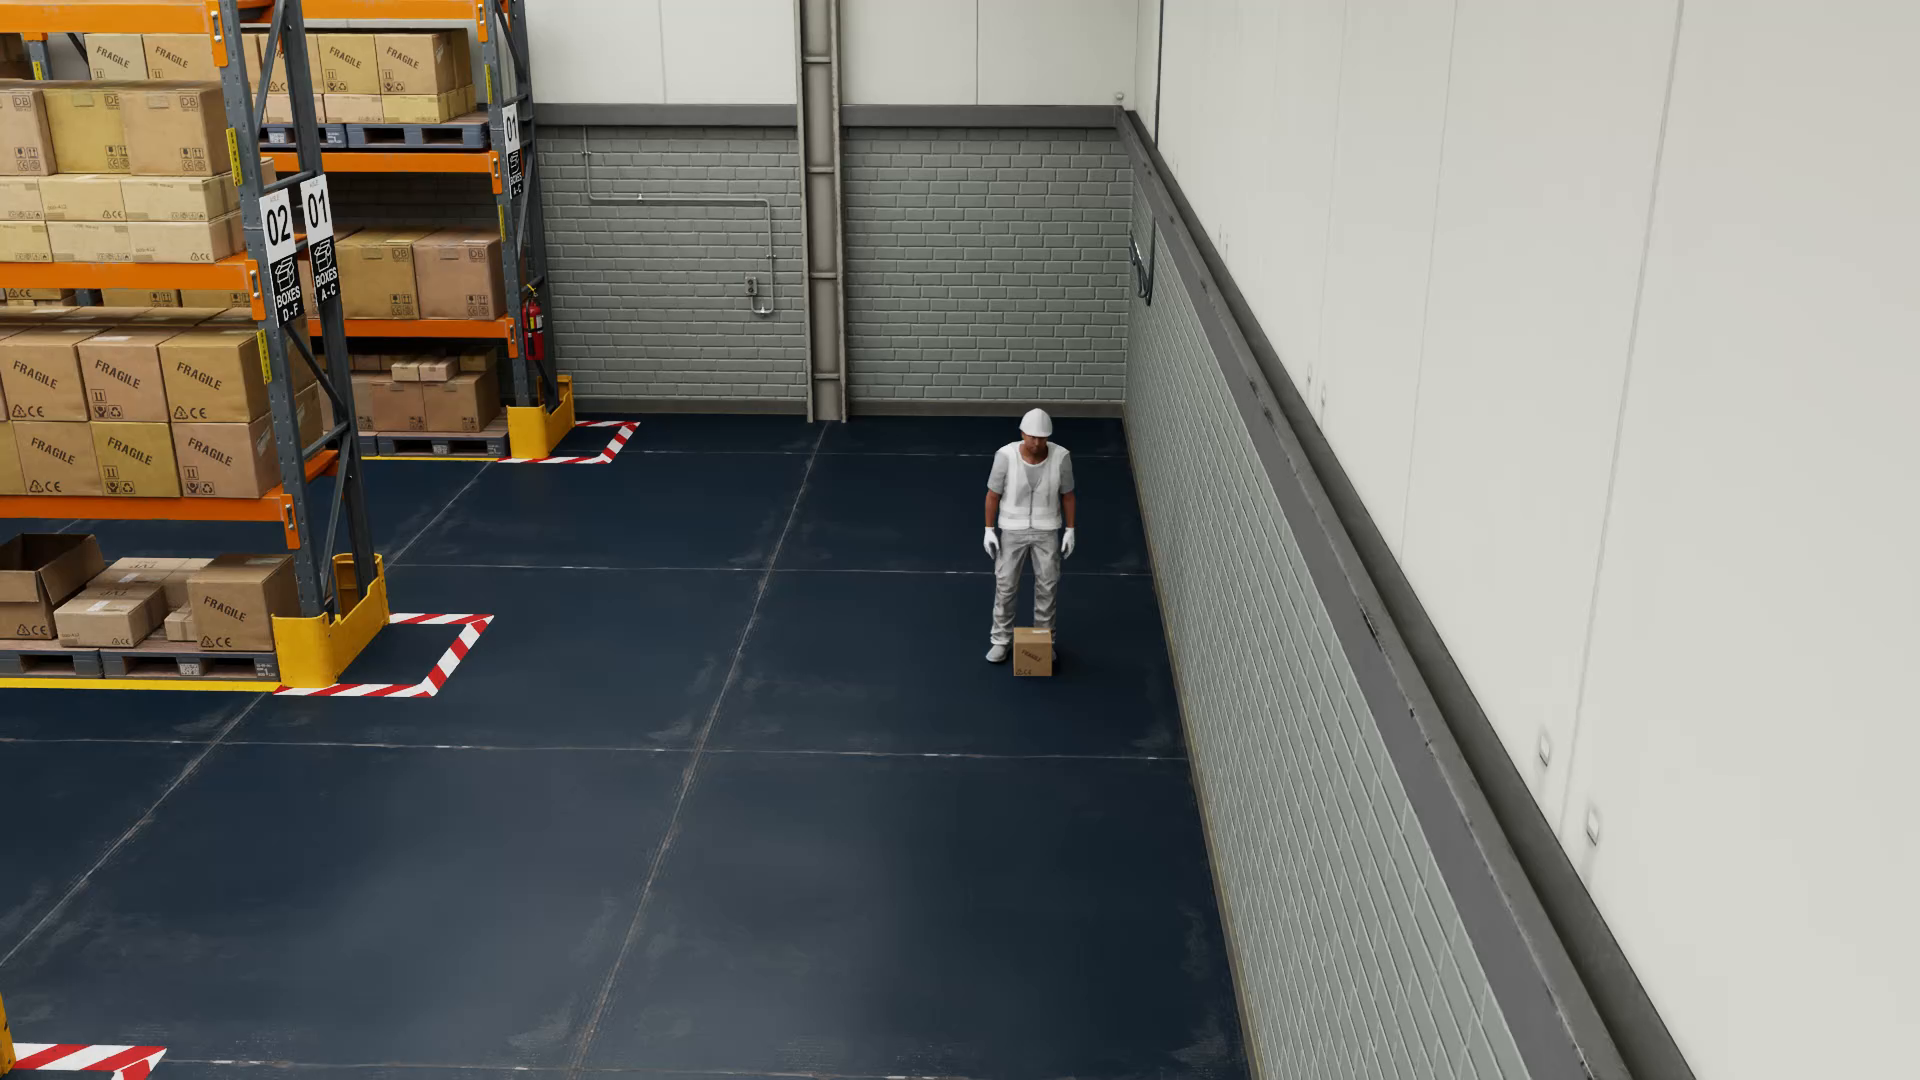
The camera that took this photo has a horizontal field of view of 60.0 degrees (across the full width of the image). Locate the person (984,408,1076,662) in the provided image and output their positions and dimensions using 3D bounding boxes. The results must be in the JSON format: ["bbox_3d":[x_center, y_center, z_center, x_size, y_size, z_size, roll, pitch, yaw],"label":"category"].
[{"bbox_3d":[0.469,-0.039,11.170,0.619,1.772,0.450,0,21,-1],"label":"person"}]
